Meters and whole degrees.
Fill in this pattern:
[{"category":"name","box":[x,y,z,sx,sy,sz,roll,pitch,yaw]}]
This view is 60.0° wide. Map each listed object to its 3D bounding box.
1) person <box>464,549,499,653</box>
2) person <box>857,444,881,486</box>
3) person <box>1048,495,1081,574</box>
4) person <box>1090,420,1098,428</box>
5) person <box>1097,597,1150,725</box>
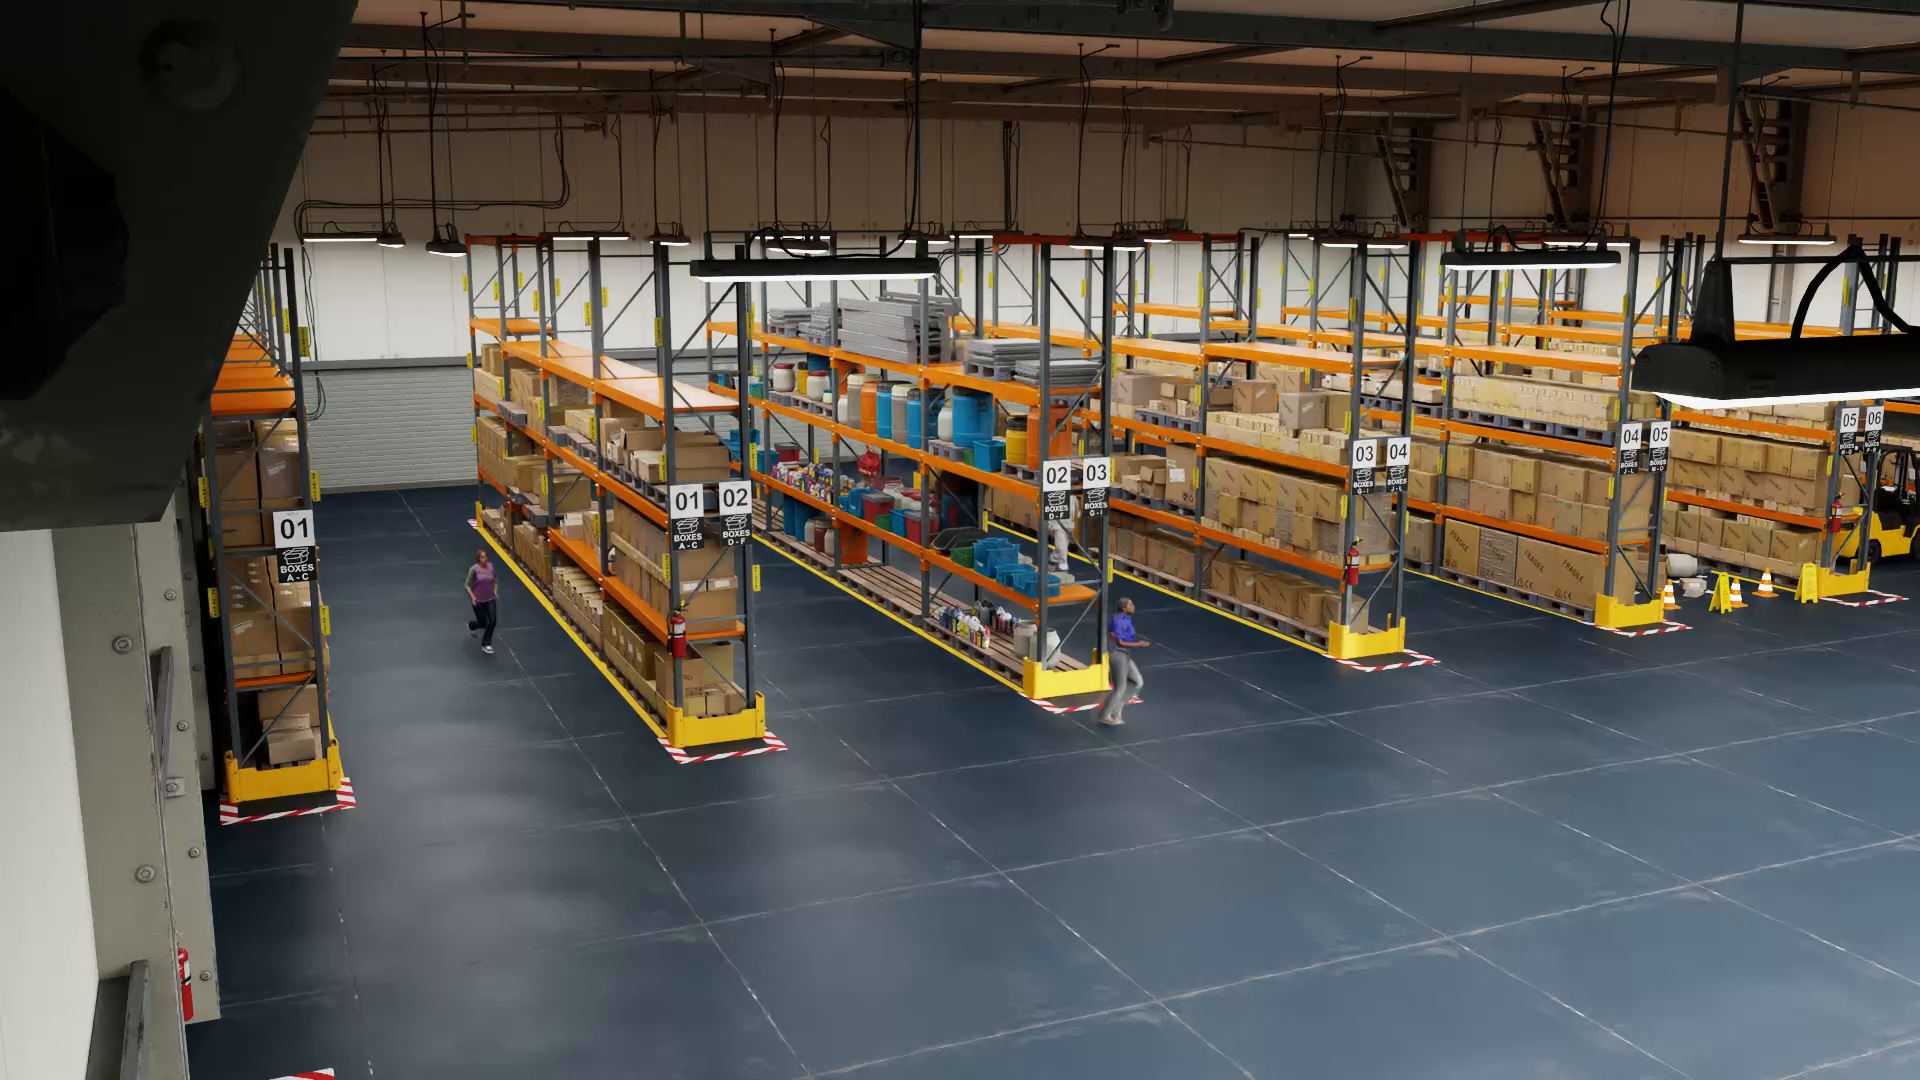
[{"category":"person","box":[-7.066,0.880,24.564,0.522,1.554,0.598,-9,14,-38]},{"category":"person","box":[-1.851,-1.124,34.681,0.631,1.678,0.819,-6,13,-30]},{"category":"person","box":[1.721,-0.152,27.641,0.634,1.815,0.873,-6,13,-29]},{"category":"person","box":[3.164,-2.495,41.541,0.843,1.732,0.678,-3,12,-17]},{"category":"person","box":[2.085,1.532,21.033,0.638,1.628,0.588,2,11,10]}]
